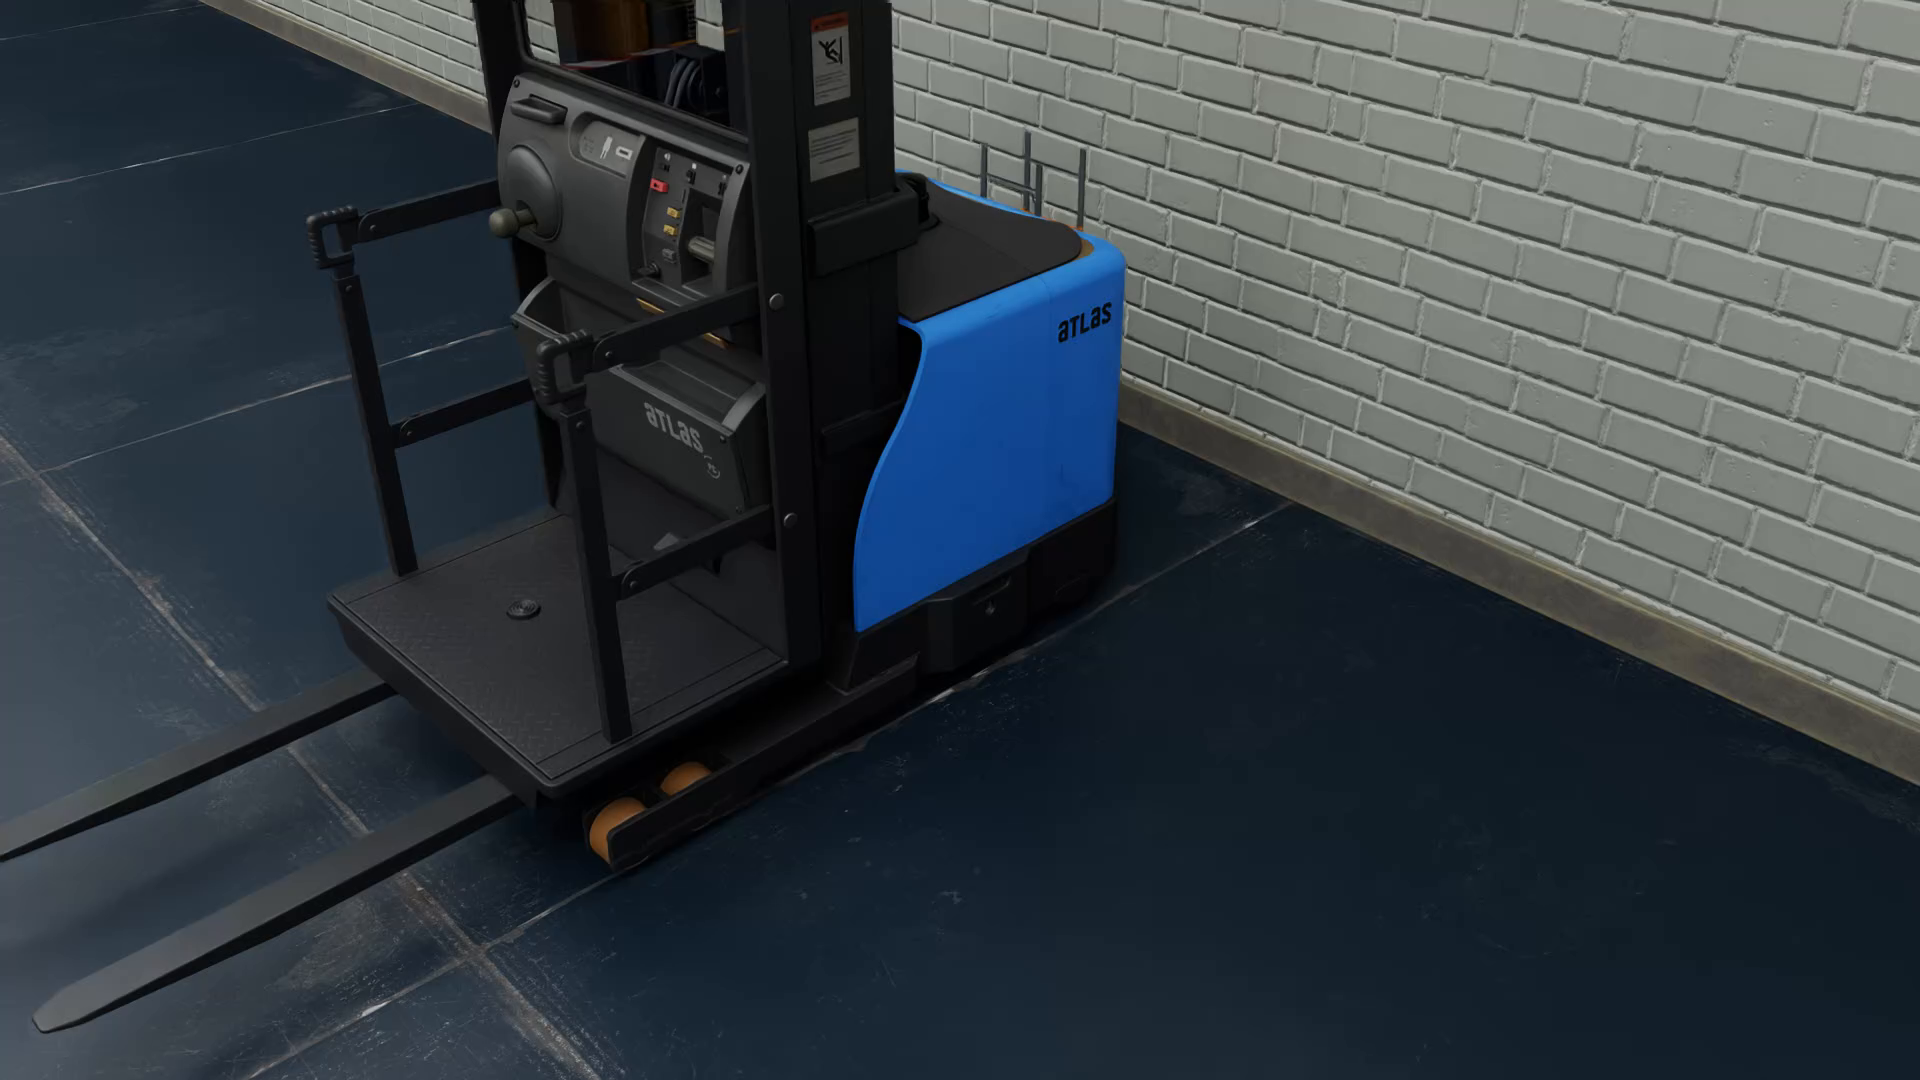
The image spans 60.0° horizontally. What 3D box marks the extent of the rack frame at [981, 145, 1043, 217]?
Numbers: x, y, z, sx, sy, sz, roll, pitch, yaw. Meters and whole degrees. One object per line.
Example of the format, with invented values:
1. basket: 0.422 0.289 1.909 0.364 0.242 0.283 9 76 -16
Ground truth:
1. rack frame: 0.147 -0.588 5.062 0.006 1.200 0.240 -27 40 -37

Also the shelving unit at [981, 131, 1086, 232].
1. shelving unit: 0.212 -0.622 5.116 0.189 1.200 0.258 -27 40 -37

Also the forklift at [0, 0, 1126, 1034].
1. forklift: -0.941 -0.772 3.704 3.031 2.935 1.130 -27 40 -37

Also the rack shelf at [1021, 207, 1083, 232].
1. rack shelf: 0.212 -0.891 4.952 0.180 0.103 0.258 -27 40 -37

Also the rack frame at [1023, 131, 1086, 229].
1. rack frame: 0.278 -0.655 5.171 0.006 1.200 0.240 -27 40 -37
